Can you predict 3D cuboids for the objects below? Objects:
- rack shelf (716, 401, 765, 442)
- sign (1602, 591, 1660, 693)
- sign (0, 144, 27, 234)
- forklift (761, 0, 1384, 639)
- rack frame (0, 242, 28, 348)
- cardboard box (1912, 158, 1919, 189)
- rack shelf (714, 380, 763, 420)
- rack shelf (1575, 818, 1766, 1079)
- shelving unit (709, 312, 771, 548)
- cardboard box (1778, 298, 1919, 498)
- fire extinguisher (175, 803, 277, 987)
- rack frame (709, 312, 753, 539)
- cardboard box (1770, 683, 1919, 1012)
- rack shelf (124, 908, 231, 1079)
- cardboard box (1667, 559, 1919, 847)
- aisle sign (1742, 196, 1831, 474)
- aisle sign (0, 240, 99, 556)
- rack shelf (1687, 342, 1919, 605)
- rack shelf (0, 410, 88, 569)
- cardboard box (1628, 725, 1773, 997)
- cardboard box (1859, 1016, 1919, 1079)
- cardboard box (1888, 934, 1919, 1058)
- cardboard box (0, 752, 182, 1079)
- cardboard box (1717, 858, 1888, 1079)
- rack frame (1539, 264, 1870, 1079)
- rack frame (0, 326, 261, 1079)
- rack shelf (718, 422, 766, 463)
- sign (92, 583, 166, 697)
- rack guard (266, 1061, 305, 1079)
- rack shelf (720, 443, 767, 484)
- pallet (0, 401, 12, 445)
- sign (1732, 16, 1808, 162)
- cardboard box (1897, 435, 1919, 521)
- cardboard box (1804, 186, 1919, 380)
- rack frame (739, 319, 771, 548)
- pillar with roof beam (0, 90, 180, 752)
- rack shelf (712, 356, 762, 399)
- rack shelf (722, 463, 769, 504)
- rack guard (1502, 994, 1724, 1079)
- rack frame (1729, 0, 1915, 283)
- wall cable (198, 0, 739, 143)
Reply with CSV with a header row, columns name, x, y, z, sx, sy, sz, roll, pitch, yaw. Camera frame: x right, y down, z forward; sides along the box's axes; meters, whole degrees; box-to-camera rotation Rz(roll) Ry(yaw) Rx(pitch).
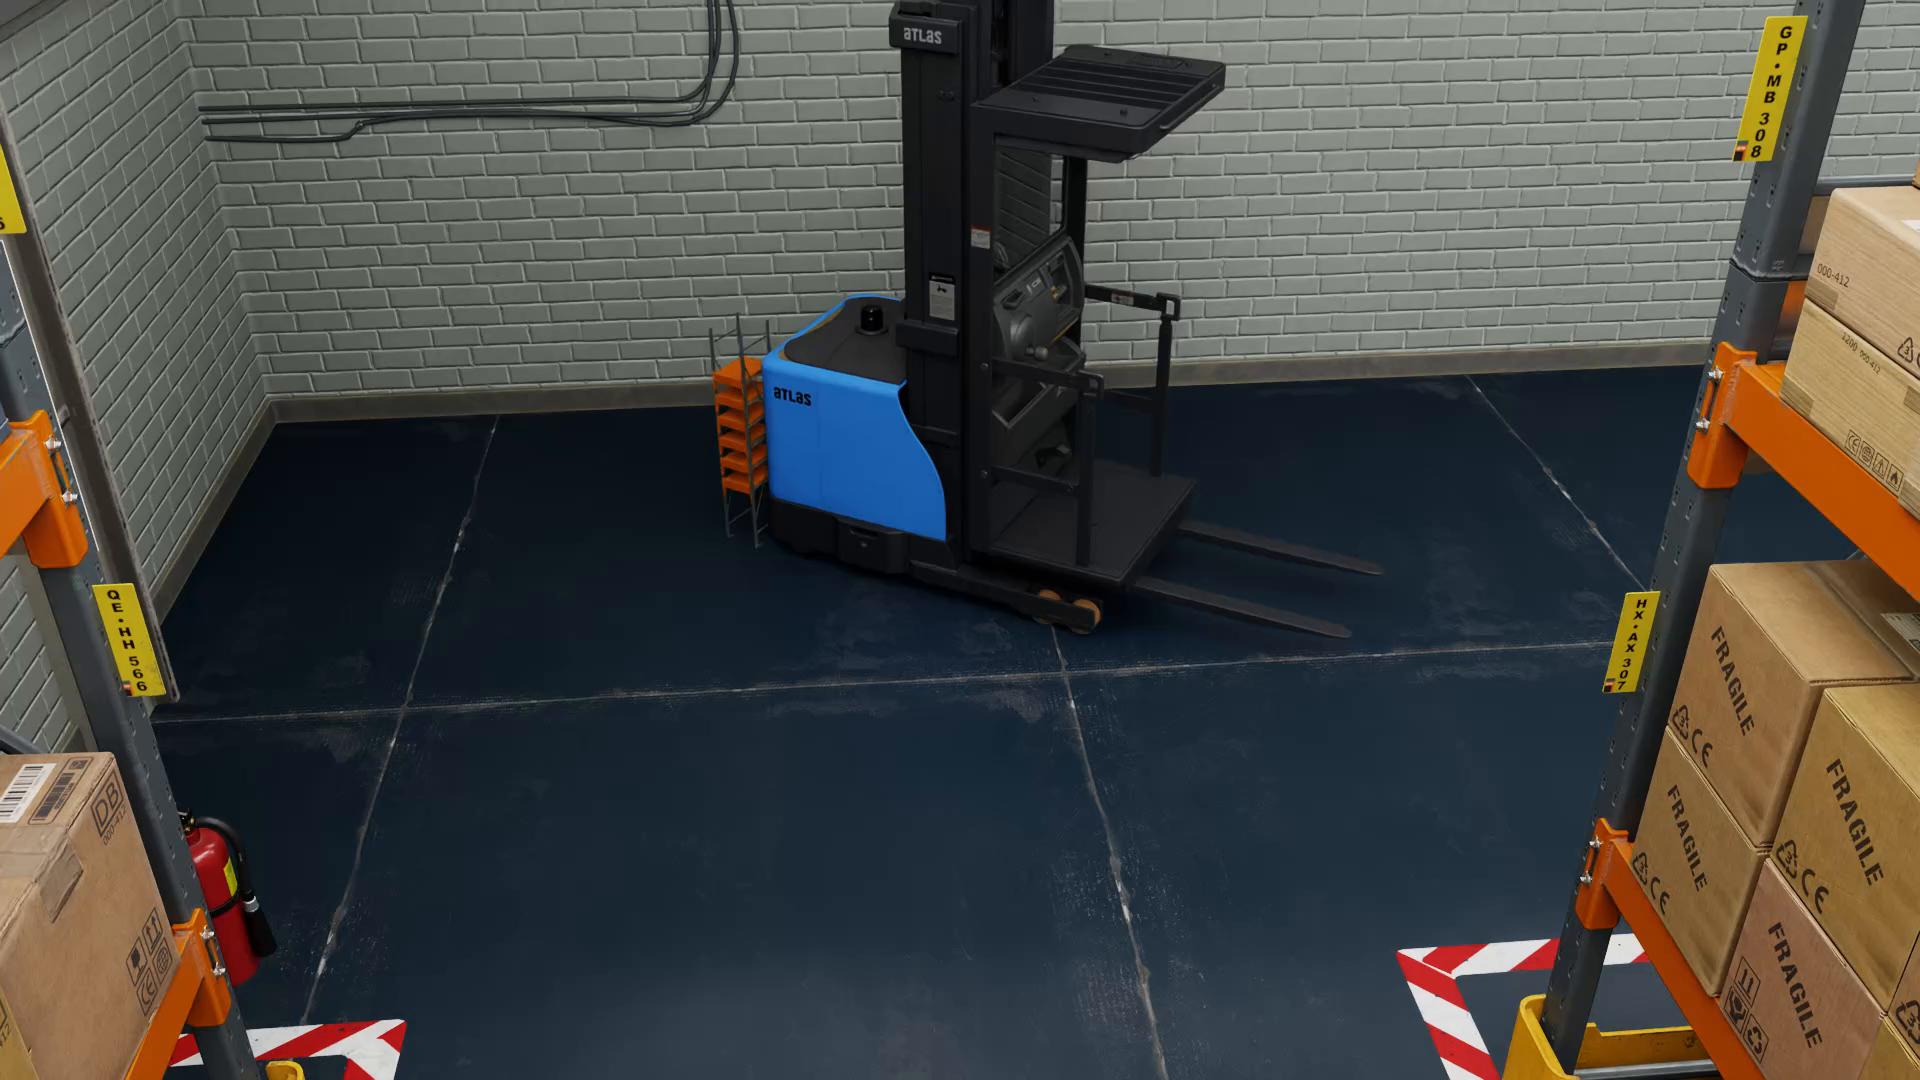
name,x,y,z,sx,sy,sz,roll,pitch,yaw
rack shelf,-1.088,-0.615,8.461,0.180,0.103,0.258,17,35,26
sign,1.824,0.280,4.512,0.100,0.325,0.005,-3,31,-5
sign,-2.026,-0.788,3.433,0.100,0.325,0.005,-3,31,-5
forklift,0.559,-1.117,7.762,3.031,2.935,1.130,14,34,22
rack frame,-2.568,-1.711,2.839,1.000,3.000,0.127,-3,31,-5
cardboard box,2.428,-0.873,3.289,0.700,0.500,0.500,-3,31,-5
rack shelf,-1.089,-0.718,8.399,0.180,0.103,0.258,17,35,26
rack shelf,2.551,1.955,3.253,1.077,0.370,4.000,-3,31,-5
shelving unit,-1.088,-0.550,8.500,0.189,1.200,0.258,17,35,26
cardboard box,2.159,-0.324,3.588,0.500,0.250,0.500,-3,31,-5
fire extinguisher,-2.122,0.959,4.659,0.296,0.674,0.183,-3,31,-5
rack frame,-1.167,-0.574,8.540,0.006,1.200,0.240,17,35,26
cardboard box,2.199,0.659,3.649,0.500,0.500,0.500,-2,31,-4
rack shelf,-2.381,2.194,2.853,1.077,0.370,4.000,-3,31,-5
cardboard box,2.143,0.392,4.096,0.500,0.500,0.500,-2,31,-3
aisle sign,2.065,-0.512,4.146,0.394,0.787,0.004,-3,31,-5
aisle sign,-2.276,-0.303,3.797,0.394,0.787,0.004,-3,31,-5
rack shelf,2.551,0.667,2.484,1.077,0.370,4.000,-3,31,-5
rack shelf,-2.381,0.907,2.083,1.077,0.370,4.000,-3,31,-5
cardboard box,2.143,0.821,4.352,0.500,0.500,0.500,-2,31,-4
cardboard box,2.240,1.341,3.482,0.500,0.500,0.500,-3,31,-5
cardboard box,2.241,0.914,3.221,0.500,0.500,0.500,-2,31,-4
cardboard box,-2.510,0.996,3.866,0.980,0.700,0.700,-1,31,-2
cardboard box,2.196,1.085,3.911,0.500,0.500,0.500,-3,31,-5
rack frame,2.364,0.625,4.778,1.000,3.000,0.127,-3,31,-5
rack frame,-2.568,0.864,4.378,1.000,3.000,0.127,-3,31,-5
rack shelf,-1.088,-0.512,8.523,0.180,0.103,0.258,17,35,26
sign,-2.026,0.247,4.052,0.100,0.325,0.005,-3,31,-5
rack guard,-2.570,1.925,5.039,1.175,0.500,0.348,-3,31,-5
rack shelf,-1.087,-0.409,8.585,0.180,0.103,0.258,17,35,26
pallet,-2.488,-0.007,2.998,1.003,0.211,1.213,-3,31,-5
sign,1.824,-1.012,3.741,0.100,0.325,0.005,-3,31,-5
cardboard box,2.193,-0.068,3.159,0.500,0.250,0.500,-3,31,-5
cardboard box,2.153,-0.538,3.459,0.500,0.250,0.500,-3,31,-5
rack frame,-1.009,-0.527,8.461,0.006,1.200,0.240,17,35,26
pillar with roof beam,0.605,-3.254,5.423,9.100,9.000,0.400,-3,31,-5
rack shelf,-1.089,-0.821,8.338,0.180,0.103,0.258,17,35,26
rack shelf,-1.087,-0.307,8.647,0.180,0.103,0.258,17,35,26
rack guard,2.371,1.737,5.354,1.175,0.500,0.348,-3,31,-5
rack frame,2.364,-1.950,3.240,1.000,3.000,0.127,-3,31,-5
wall cable,-2.740,-3.283,8.499,3.097,2.526,0.112,-3,31,-5
